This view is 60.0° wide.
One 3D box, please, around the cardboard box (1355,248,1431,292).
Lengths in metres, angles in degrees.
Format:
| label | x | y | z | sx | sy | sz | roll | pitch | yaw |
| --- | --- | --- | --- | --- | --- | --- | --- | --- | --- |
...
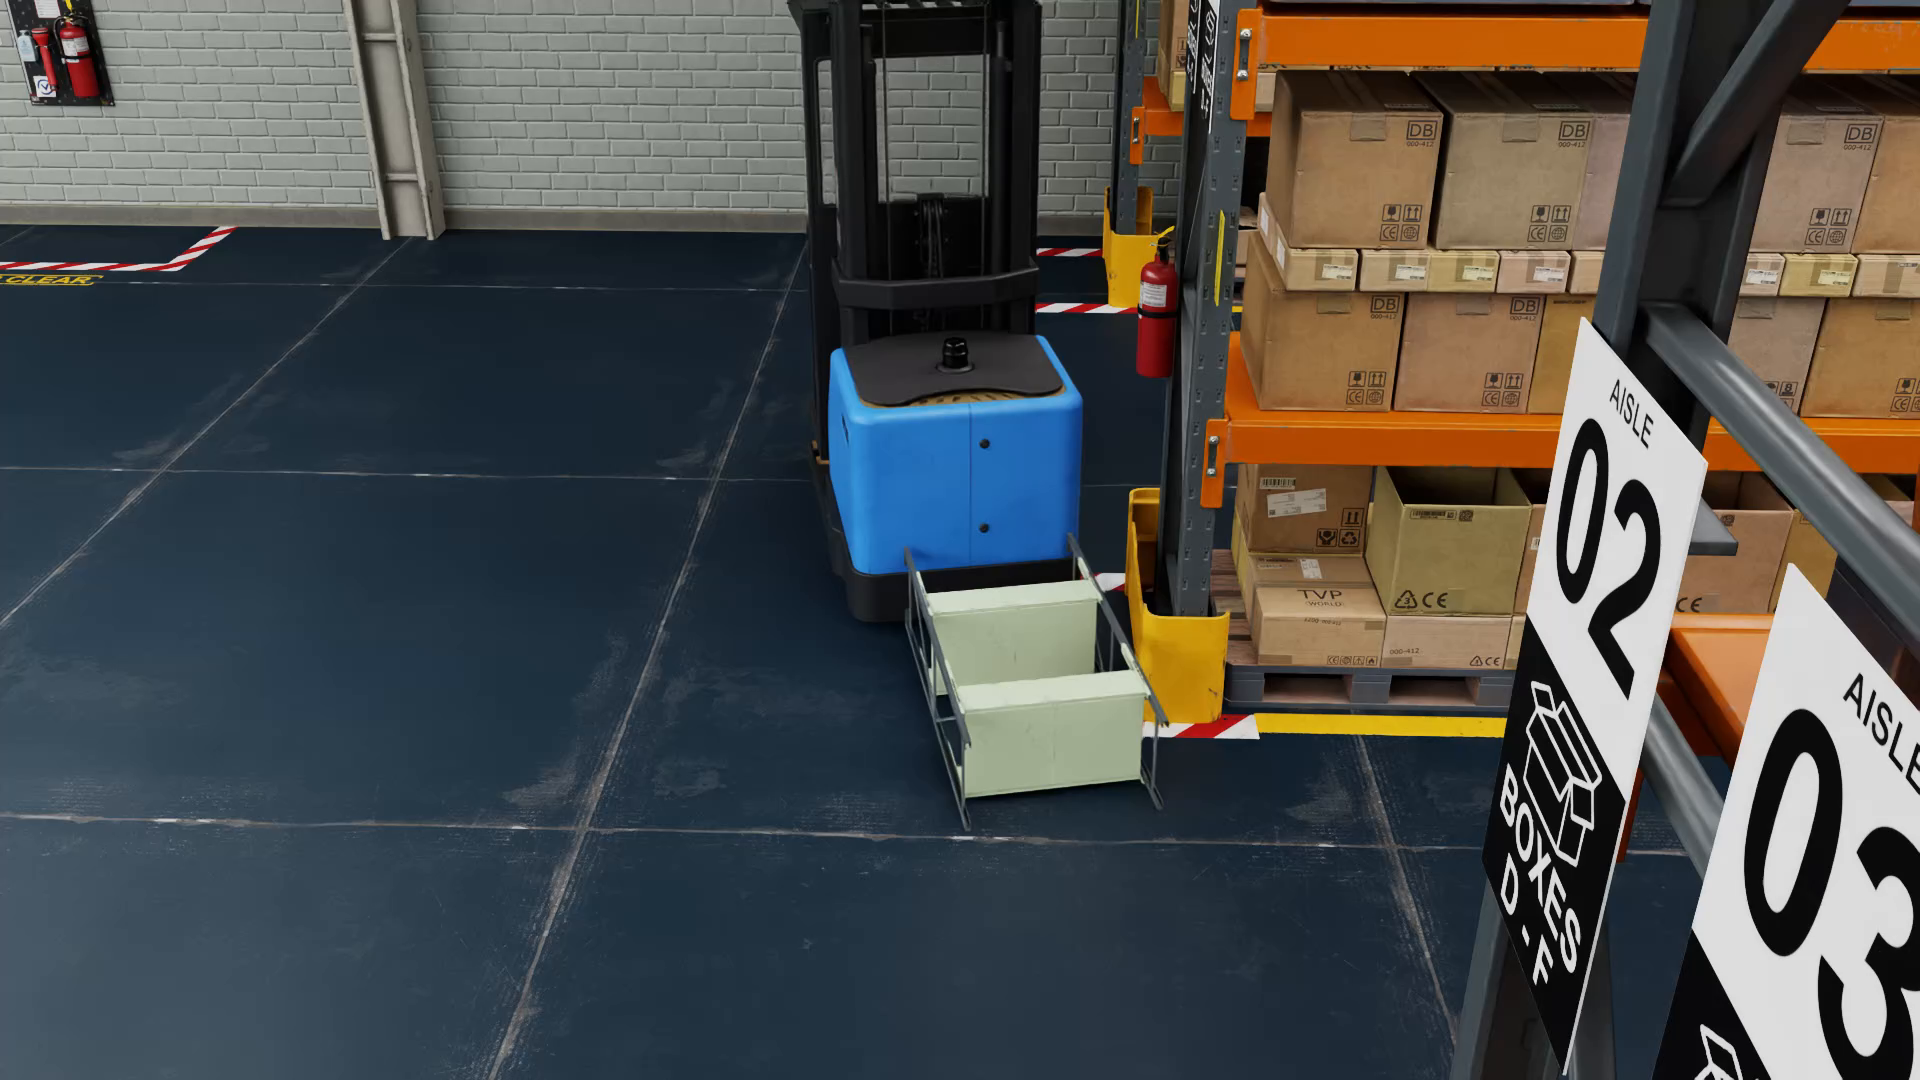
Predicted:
| label | x | y | z | sx | sy | sz | roll | pitch | yaw |
| --- | --- | --- | --- | --- | --- | --- | --- | --- | --- |
| cardboard box | 1.599 | -1.067 | 6.260 | 0.250 | 0.149 | 0.380 | 0 | 28 | 0 |

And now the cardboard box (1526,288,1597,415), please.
| label | x | y | z | sx | sy | sz | roll | pitch | yaw |
| --- | --- | --- | --- | --- | --- | --- | --- | --- | --- |
| cardboard box | 2.438 | -0.859 | 6.562 | 0.500 | 0.500 | 0.700 | 1 | 28 | 2 |

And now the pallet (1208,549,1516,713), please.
| label | x | y | z | sx | sy | sz | roll | pitch | yaw |
| --- | --- | --- | --- | --- | --- | --- | --- | --- | --- |
| pallet | 1.716 | 0.379 | 7.310 | 1.213 | 0.211 | 1.003 | 1 | 28 | 2 |

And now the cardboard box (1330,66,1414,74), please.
| label | x | y | z | sx | sy | sz | roll | pitch | yaw |
| --- | --- | --- | --- | --- | --- | --- | --- | --- | --- |
| cardboard box | 2.598 | -3.266 | 10.547 | 0.500 | 0.500 | 0.500 | 0 | 28 | 0 |

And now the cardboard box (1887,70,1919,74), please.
| label | x | y | z | sx | sy | sz | roll | pitch | yaw |
| --- | --- | --- | --- | --- | --- | --- | --- | --- | --- |
| cardboard box | 6.185 | -3.301 | 10.697 | 0.500 | 0.500 | 0.700 | 4 | 28 | 7 |

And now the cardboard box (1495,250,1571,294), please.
| label | x | y | z | sx | sy | sz | roll | pitch | yaw |
| --- | --- | --- | --- | --- | --- | --- | --- | --- | --- |
| cardboard box | 2.100 | -1.057 | 6.241 | 0.250 | 0.149 | 0.380 | 1 | 28 | 1 |

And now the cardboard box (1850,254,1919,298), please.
| label | x | y | z | sx | sy | sz | roll | pitch | yaw |
| --- | --- | --- | --- | --- | --- | --- | --- | --- | --- |
| cardboard box | 3.400 | -1.037 | 6.204 | 0.250 | 0.149 | 0.380 | 2 | 28 | 3 |

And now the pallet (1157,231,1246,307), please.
| label | x | y | z | sx | sy | sz | roll | pitch | yaw |
| --- | --- | --- | --- | --- | --- | --- | --- | --- | --- |
| pallet | 2.008 | -1.902 | 11.612 | 1.213 | 0.211 | 1.003 | 1 | 28 | 2 |

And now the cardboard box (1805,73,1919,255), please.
| label | x | y | z | sx | sy | sz | roll | pitch | yaw |
| --- | --- | --- | --- | --- | --- | --- | --- | --- | --- |
| cardboard box | 3.499 | -1.418 | 6.231 | 0.500 | 0.500 | 0.700 | 1 | 28 | 2 |

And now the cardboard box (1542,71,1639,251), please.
| label | x | y | z | sx | sy | sz | roll | pitch | yaw |
| --- | --- | --- | --- | --- | --- | --- | --- | --- | --- |
| cardboard box | 2.499 | -1.435 | 6.262 | 0.500 | 0.500 | 0.700 | 1 | 28 | 2 |

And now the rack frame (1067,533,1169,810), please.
| label | x | y | z | sx | sy | sz | roll | pitch | yaw |
| --- | --- | --- | --- | --- | --- | --- | --- | --- | --- |
| rack frame | 0.618 | 0.490 | 6.801 | 0.023 | 0.400 | 1.500 | -5 | 28 | -9 |

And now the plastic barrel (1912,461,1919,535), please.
| label | x | y | z | sx | sy | sz | roll | pitch | yaw |
| --- | --- | --- | --- | --- | --- | --- | --- | --- | --- |
| plastic barrel | 1.262 | -0.280 | 1.466 | 0.708 | 0.830 | 0.600 | 1 | 28 | 2 |

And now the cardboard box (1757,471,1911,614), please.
| label | x | y | z | sx | sy | sz | roll | pitch | yaw |
| --- | --- | --- | --- | --- | --- | --- | --- | --- | --- |
| cardboard box | 3.478 | -0.008 | 6.749 | 0.500 | 0.500 | 0.500 | 1 | 28 | 2 |

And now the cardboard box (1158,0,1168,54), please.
| label | x | y | z | sx | sy | sz | roll | pitch | yaw |
| --- | --- | --- | --- | --- | --- | --- | --- | --- | --- |
| cardboard box | 1.600 | -3.531 | 11.046 | 0.500 | 0.500 | 0.500 | 1 | 28 | 1 |

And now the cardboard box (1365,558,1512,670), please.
| label | x | y | z | sx | sy | sz | roll | pitch | yaw |
| --- | --- | --- | --- | --- | --- | --- | --- | --- | --- |
| cardboard box | 1.978 | 0.303 | 6.964 | 0.500 | 0.250 | 0.500 | 1 | 28 | 2 |

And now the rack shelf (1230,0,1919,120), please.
| label | x | y | z | sx | sy | sz | roll | pitch | yaw |
| --- | --- | --- | --- | --- | --- | --- | --- | --- | --- |
| rack shelf | 2.949 | -1.821 | 6.047 | 4.000 | 0.370 | 1.077 | 1 | 28 | 2 |

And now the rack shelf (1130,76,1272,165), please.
| label | x | y | z | sx | sy | sz | roll | pitch | yaw |
| --- | --- | --- | --- | --- | --- | --- | --- | --- | --- |
| rack shelf | 3.120 | -2.814 | 11.124 | 4.000 | 0.370 | 1.077 | 1 | 28 | 2 |

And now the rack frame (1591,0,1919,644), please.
| label | x | y | z | sx | sy | sz | roll | pitch | yaw |
| --- | --- | --- | --- | --- | --- | --- | --- | --- | --- |
| rack frame | 0.772 | -1.178 | 0.865 | 0.127 | 3.000 | 1.000 | 1 | 28 | 2 |

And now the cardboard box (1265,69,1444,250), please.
| label | x | y | z | sx | sy | sz | roll | pitch | yaw |
| --- | --- | --- | --- | --- | --- | --- | --- | --- | --- |
| cardboard box | 1.470 | -1.449 | 6.289 | 0.500 | 0.500 | 0.700 | 1 | 28 | 2 |

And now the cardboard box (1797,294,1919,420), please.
| label | x | y | z | sx | sy | sz | roll | pitch | yaw |
| --- | --- | --- | --- | --- | --- | --- | --- | --- | --- |
| cardboard box | 3.476 | -0.845 | 6.534 | 0.500 | 0.500 | 0.700 | 1 | 28 | 3 |

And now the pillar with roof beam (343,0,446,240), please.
| label | x | y | z | sx | sy | sz | roll | pitch | yaw |
| --- | --- | --- | --- | --- | --- | --- | --- | --- | --- |
| pillar with roof beam | -4.296 | -4.293 | 6.741 | 0.400 | 9.000 | 9.100 | 1 | 28 | 2 |

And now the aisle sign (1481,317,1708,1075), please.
| label | x | y | z | sx | sy | sz | roll | pitch | yaw |
| --- | --- | --- | --- | --- | --- | --- | --- | --- | --- |
| aisle sign | 0.711 | 0.183 | 1.926 | 0.004 | 0.787 | 0.394 | 1 | 28 | 2 |

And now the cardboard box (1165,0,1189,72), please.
| label | x | y | z | sx | sy | sz | roll | pitch | yaw |
| --- | --- | --- | --- | --- | --- | --- | --- | --- | --- |
| cardboard box | 1.588 | -3.290 | 10.593 | 0.500 | 0.500 | 0.500 | 1 | 28 | 2 |

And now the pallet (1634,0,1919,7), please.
| label | x | y | z | sx | sy | sz | roll | pitch | yaw |
| --- | --- | --- | --- | --- | --- | --- | --- | --- | --- |
| pallet | 2.879 | -2.090 | 5.882 | 1.213 | 0.211 | 1.003 | 1 | 28 | 2 |

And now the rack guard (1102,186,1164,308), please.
| label | x | y | z | sx | sy | sz | roll | pitch | yaw |
| --- | --- | --- | --- | --- | --- | --- | --- | --- | --- |
| rack guard | 1.198 | -2.059 | 11.601 | 0.348 | 0.500 | 1.175 | 1 | 28 | 2 |

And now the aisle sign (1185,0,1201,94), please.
| label | x | y | z | sx | sy | sz | roll | pitch | yaw |
| --- | --- | --- | --- | --- | --- | --- | --- | --- | --- |
| aisle sign | 0.895 | -2.133 | 6.296 | 0.004 | 0.787 | 0.394 | 1 | 28 | 2 |

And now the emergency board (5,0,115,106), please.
| label | x | y | z | sx | sy | sz | roll | pitch | yaw |
| --- | --- | --- | --- | --- | --- | --- | --- | --- | --- |
| emergency board | -6.613 | -3.716 | 12.058 | 0.643 | 1.169 | 0.194 | 1 | 28 | 2 |

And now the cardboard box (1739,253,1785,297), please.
| label | x | y | z | sx | sy | sz | roll | pitch | yaw |
| --- | --- | --- | --- | --- | --- | --- | --- | --- | --- |
| cardboard box | 2.871 | -1.044 | 6.217 | 0.250 | 0.149 | 0.380 | 1 | 28 | 2 |

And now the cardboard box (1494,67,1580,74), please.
| label | x | y | z | sx | sy | sz | roll | pitch | yaw |
| --- | --- | --- | --- | --- | --- | --- | --- | --- | --- |
| cardboard box | 3.634 | -3.255 | 10.525 | 0.500 | 0.500 | 0.500 | 0 | 28 | 0 |

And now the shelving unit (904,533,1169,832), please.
| label | x | y | z | sx | sy | sz | roll | pitch | yaw |
| --- | --- | --- | --- | --- | --- | --- | --- | --- | --- |
| shelving unit | 0.258 | 0.521 | 6.744 | 0.755 | 0.431 | 1.500 | -5 | 28 | -9 |

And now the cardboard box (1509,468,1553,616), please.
| label | x | y | z | sx | sy | sz | roll | pitch | yaw |
| --- | --- | --- | --- | --- | --- | --- | --- | --- | --- |
| cardboard box | 2.479 | -0.026 | 6.783 | 0.500 | 0.500 | 0.500 | 1 | 28 | 2 |

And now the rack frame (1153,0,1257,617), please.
| label | x | y | z | sx | sy | sz | roll | pitch | yaw |
| --- | --- | --- | --- | --- | --- | --- | --- | --- | --- |
| rack frame | 0.951 | -0.846 | 6.644 | 0.127 | 3.000 | 1.000 | 1 | 28 | 2 |

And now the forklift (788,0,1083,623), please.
| label | x | y | z | sx | sy | sz | roll | pitch | yaw |
| --- | --- | --- | --- | --- | --- | --- | --- | --- | --- |
| forklift | -0.217 | -1.596 | 8.131 | 1.130 | 2.935 | 3.031 | -5 | 28 | -9 |

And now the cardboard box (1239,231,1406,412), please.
| label | x | y | z | sx | sy | sz | roll | pitch | yaw |
| --- | --- | --- | --- | --- | --- | --- | --- | --- | --- |
| cardboard box | 1.417 | -0.877 | 6.595 | 0.500 | 0.500 | 0.700 | 1 | 28 | 2 |

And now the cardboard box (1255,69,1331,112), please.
| label | x | y | z | sx | sy | sz | roll | pitch | yaw |
| --- | --- | --- | --- | --- | --- | --- | --- | --- | --- |
| cardboard box | 2.118 | -2.949 | 10.749 | 0.500 | 0.250 | 0.500 | 0 | 28 | 0 |

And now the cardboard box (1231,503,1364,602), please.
| label | x | y | z | sx | sy | sz | roll | pitch | yaw |
| --- | --- | --- | --- | --- | --- | --- | --- | --- | --- |
| cardboard box | 1.497 | 0.054 | 7.434 | 0.500 | 0.250 | 0.500 | 1 | 28 | 2 |

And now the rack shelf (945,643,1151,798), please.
| label | x | y | z | sx | sy | sz | roll | pitch | yaw |
| --- | --- | --- | --- | --- | --- | --- | --- | --- | --- |
| rack shelf | 0.327 | 0.701 | 6.405 | 0.720 | 0.431 | 0.370 | -5 | 28 | -9 |

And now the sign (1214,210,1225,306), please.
| label | x | y | z | sx | sy | sz | roll | pitch | yaw |
| --- | --- | --- | --- | --- | --- | --- | --- | --- | --- |
| sign | 0.925 | -1.004 | 5.933 | 0.005 | 0.325 | 0.100 | 1 | 28 | 2 |

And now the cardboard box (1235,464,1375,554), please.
| label | x | y | z | sx | sy | sz | roll | pitch | yaw |
| --- | --- | --- | --- | --- | --- | --- | --- | --- | --- |
| cardboard box | 1.497 | -0.279 | 7.260 | 0.500 | 0.500 | 0.500 | 1 | 28 | 2 |
